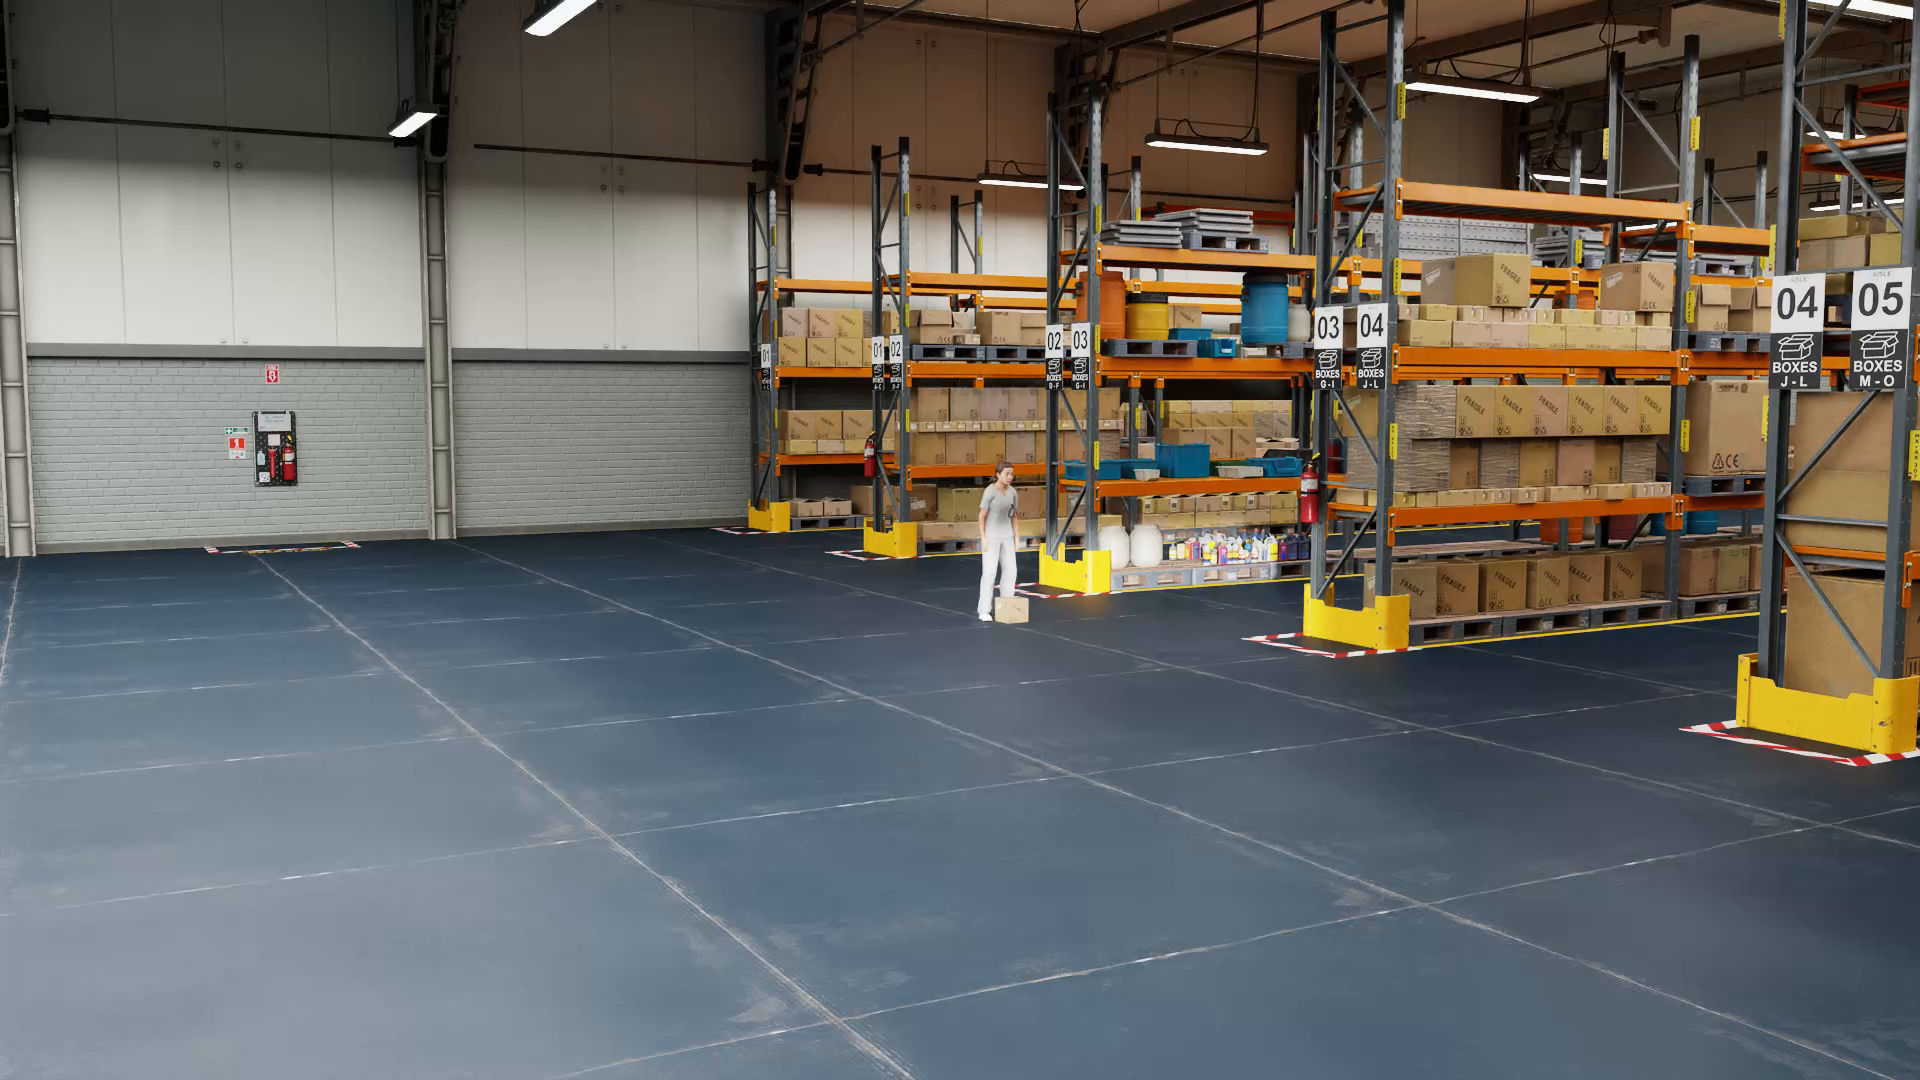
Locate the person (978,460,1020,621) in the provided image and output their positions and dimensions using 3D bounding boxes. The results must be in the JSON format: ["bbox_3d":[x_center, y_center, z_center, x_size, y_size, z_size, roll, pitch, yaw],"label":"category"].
[{"bbox_3d":[0.428,0.001,17.459,0.513,1.671,0.416,-3,6,-32],"label":"person"}]
